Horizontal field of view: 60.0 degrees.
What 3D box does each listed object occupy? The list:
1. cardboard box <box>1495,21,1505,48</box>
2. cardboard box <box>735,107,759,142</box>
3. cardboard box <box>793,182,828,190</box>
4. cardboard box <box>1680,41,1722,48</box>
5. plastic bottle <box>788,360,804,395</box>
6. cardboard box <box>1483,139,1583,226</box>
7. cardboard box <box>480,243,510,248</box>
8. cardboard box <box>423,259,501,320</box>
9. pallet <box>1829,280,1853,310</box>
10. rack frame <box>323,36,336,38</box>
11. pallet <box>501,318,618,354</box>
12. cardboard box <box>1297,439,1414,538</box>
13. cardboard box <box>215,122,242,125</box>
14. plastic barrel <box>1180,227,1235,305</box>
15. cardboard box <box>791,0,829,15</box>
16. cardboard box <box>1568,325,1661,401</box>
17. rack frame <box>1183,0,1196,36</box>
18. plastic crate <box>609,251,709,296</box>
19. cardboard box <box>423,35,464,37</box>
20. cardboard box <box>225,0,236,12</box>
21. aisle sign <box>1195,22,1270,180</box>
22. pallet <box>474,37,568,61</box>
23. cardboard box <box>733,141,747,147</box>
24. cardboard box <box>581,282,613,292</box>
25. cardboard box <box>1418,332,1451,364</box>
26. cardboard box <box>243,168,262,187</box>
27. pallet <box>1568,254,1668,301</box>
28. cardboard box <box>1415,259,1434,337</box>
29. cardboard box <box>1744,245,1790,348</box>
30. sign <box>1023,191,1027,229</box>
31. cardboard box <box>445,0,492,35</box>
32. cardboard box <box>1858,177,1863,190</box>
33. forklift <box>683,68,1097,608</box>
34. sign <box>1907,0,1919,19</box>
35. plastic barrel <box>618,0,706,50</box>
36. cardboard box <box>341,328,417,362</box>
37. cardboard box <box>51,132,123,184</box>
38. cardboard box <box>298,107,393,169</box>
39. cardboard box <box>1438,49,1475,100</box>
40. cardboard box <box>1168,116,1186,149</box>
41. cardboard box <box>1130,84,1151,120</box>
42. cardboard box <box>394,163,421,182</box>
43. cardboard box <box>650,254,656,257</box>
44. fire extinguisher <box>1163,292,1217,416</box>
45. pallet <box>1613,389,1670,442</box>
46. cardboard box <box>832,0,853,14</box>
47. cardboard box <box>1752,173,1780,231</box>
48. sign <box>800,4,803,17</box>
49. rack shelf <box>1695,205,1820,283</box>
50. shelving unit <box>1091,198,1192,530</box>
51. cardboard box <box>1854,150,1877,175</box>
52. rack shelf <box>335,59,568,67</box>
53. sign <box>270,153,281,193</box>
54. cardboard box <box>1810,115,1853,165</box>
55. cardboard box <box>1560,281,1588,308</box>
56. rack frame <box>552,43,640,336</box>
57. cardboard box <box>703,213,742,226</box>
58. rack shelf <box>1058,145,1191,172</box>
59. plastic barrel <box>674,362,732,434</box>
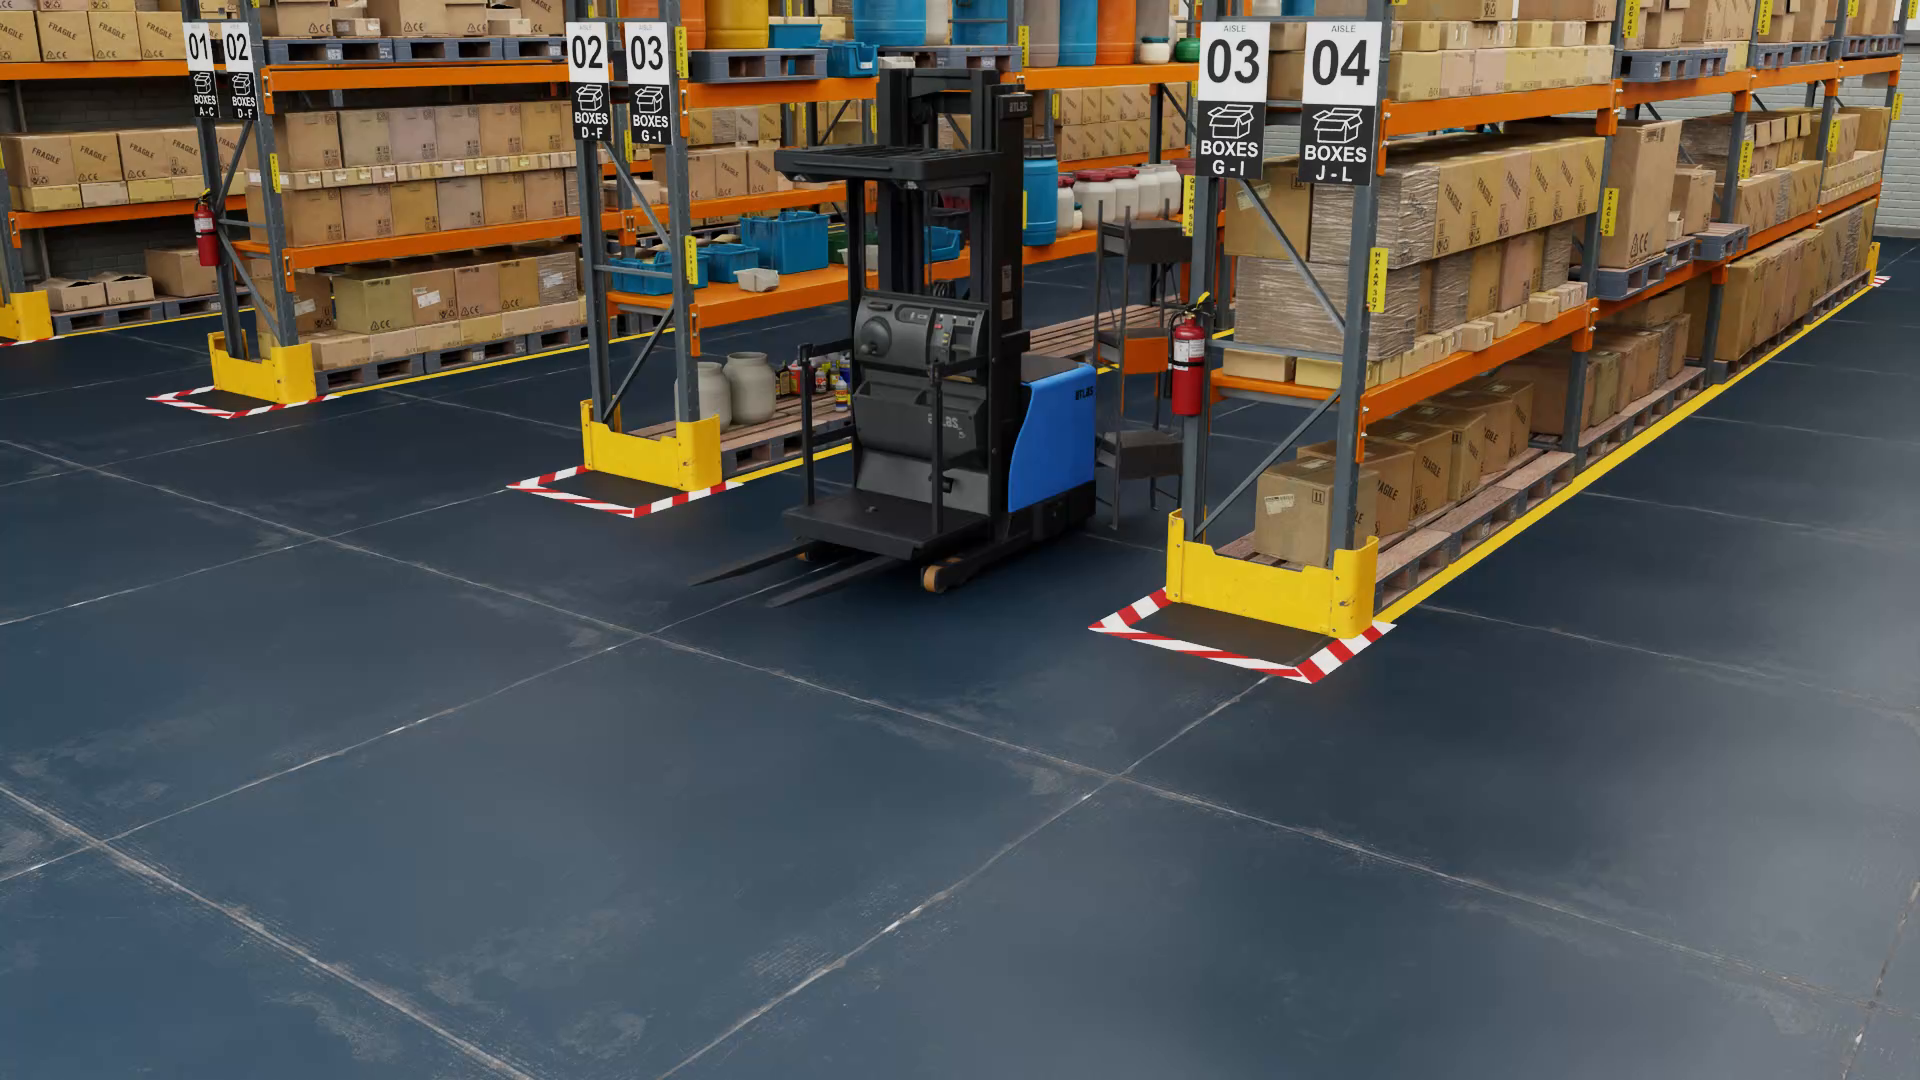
[{"bbox_3d":[2.959,-2.960,9.741,0.380,0.149,0.250,12,21,34],"label":"cardboard box"},{"bbox_3d":[-3.457,-6.418,25.650,0.500,0.500,0.500,13,21,35],"label":"cardboard box"},{"bbox_3d":[-1.805,-4.287,19.913,0.380,0.149,0.250,12,21,35],"label":"cardboard box"},{"bbox_3d":[5.790,-3.883,13.384,0.500,0.250,0.500,13,22,36],"label":"cardboard box"},{"bbox_3d":[-1.367,-1.367,13.940,0.152,0.276,0.135,13,21,35],"label":"plastic bottle"},{"bbox_3d":[3.735,-2.358,10.922,0.500,0.500,0.500,12,21,35],"label":"cardboard box"},{"bbox_3d":[-6.532,-4.154,22.536,0.700,0.500,0.500,12,21,34],"label":"cardboard box"},{"bbox_3d":[-4.864,-2.455,16.255,0.500,0.500,0.500,12,21,35],"label":"cardboard box"},{"bbox_3d":[10.088,-2.998,20.043,1.003,0.211,1.213,12,21,35],"label":"pallet"},{"bbox_3d":[-7.855,-7.456,19.581,1.000,3.000,0.127,12,21,35],"label":"rack frame"},{"bbox_3d":[-4.382,-2.203,17.482,1.003,0.211,1.213,12,21,35],"label":"pallet"},{"bbox_3d":[2.410,-0.314,10.203,0.500,0.500,0.500,-13,22,-36],"label":"cardboard box"},{"bbox_3d":[-8.614,-4.690,19.743,0.500,0.500,0.500,12,21,34],"label":"cardboard box"},{"bbox_3d":[2.763,-3.077,18.546,0.600,0.830,0.708,12,21,35],"label":"plastic barrel"},{"bbox_3d":[-2.438,-8.584,26.383,0.500,0.500,0.500,12,21,34],"label":"cardboard box"},{"bbox_3d":[5.427,-1.501,13.992,0.700,0.500,0.500,15,23,39],"label":"cardboard box"},{"bbox_3d":[3.276,-9.440,25.969,1.000,3.000,0.127,12,21,35],"label":"rack frame"},{"bbox_3d":[-2.224,-1.989,12.342,0.499,0.251,0.616,12,21,35],"label":"plastic crate"},{"bbox_3d":[-6.730,-6.682,21.269,0.500,0.500,0.500,12,21,33],"label":"cardboard box"},{"bbox_3d":[-8.256,-6.258,18.893,0.500,0.500,0.500,14,22,38],"label":"cardboard box"},{"bbox_3d":[1.418,-2.293,8.685,0.394,0.787,0.004,12,21,35],"label":"aisle sign"},{"bbox_3d":[-4.362,-4.899,16.554,1.003,0.211,1.213,12,21,35],"label":"pallet"},{"bbox_3d":[-3.494,-6.064,25.604,0.380,0.149,0.250,12,21,35],"label":"cardboard box"},{"bbox_3d":[-3.860,-2.754,18.483,0.500,0.250,0.500,12,21,34],"label":"cardboard box"},{"bbox_3d":[2.669,-1.153,9.823,0.380,0.149,0.250,12,21,35],"label":"cardboard box"},{"bbox_3d":[-6.183,-3.246,14.877,0.380,0.149,0.250,12,21,34],"label":"cardboard box"},{"bbox_3d":[4.651,-2.030,12.547,1.003,0.211,1.213,12,21,35],"label":"pallet"},{"bbox_3d":[2.247,-1.469,9.746,0.875,0.500,0.500,12,21,35],"label":"cardboard box"},{"bbox_3d":[7.428,-2.476,16.533,1.225,0.875,0.875,12,21,35],"label":"cardboard box"},{"bbox_3d":[0.537,-2.873,14.471,0.100,0.325,0.005,12,21,35],"label":"sign"},{"bbox_3d":[-4.957,-5.096,15.920,0.797,0.503,0.637,15,23,41],"label":"cardboard box"},{"bbox_3d":[10.520,-4.255,19.812,0.380,0.149,0.250,13,21,35],"label":"cardboard box"},{"bbox_3d":[-0.372,-1.249,9.824,1.130,2.935,3.031,12,21,34],"label":"forklift"},{"bbox_3d":[11.657,-6.542,20.335,0.100,0.325,0.005,12,21,35],"label":"sign"},{"bbox_3d":[-2.094,-3.864,11.640,0.600,0.830,0.708,12,21,35],"label":"plastic barrel"},{"bbox_3d":[-5.465,-1.860,15.603,0.500,0.250,0.500,12,21,35],"label":"cardboard box"},{"bbox_3d":[-9.410,-4.111,17.879,0.500,0.500,0.500,12,21,35],"label":"cardboard box"},{"bbox_3d":[-5.629,-3.679,15.178,0.700,0.500,0.500,12,21,33],"label":"cardboard box"},{"bbox_3d":[2.493,-2.567,9.146,0.500,0.250,0.500,12,21,33],"label":"cardboard box"},{"bbox_3d":[3.227,-6.468,26.345,0.500,0.500,0.500,13,22,36],"label":"cardboard box"},{"bbox_3d":[2.626,-6.701,25.409,0.500,0.500,0.500,13,22,36],"label":"cardboard box"},{"bbox_3d":[-5.237,-3.423,15.447,0.380,0.149,0.250,12,21,33],"label":"cardboard box"},{"bbox_3d":[-3.126,-3.045,18.473,0.500,0.311,0.500,12,21,34],"label":"cardboard box"},{"bbox_3d":[1.258,-1.030,9.133,0.296,0.674,0.183,12,21,35],"label":"fire extinguisher"},{"bbox_3d":[5.268,-1.111,13.966,1.003,0.211,1.213,12,21,35],"label":"pallet"},{"bbox_3d":[-1.226,-6.730,20.446,0.500,0.500,0.500,12,21,35],"label":"cardboard box"},{"bbox_3d":[7.579,-3.279,16.078,0.500,0.500,0.500,12,21,34],"label":"cardboard box"},{"bbox_3d":[-1.926,-6.445,20.512,0.100,0.325,0.005,12,21,35],"label":"sign"},{"bbox_3d":[7.654,-3.051,16.724,1.077,0.370,4.000,12,21,35],"label":"rack shelf"},{"bbox_3d":[1.184,-1.147,10.885,0.503,2.100,0.431,-6,18,-22],"label":"shelving unit"},{"bbox_3d":[10.851,-4.611,20.286,0.500,0.250,0.500,12,21,34],"label":"cardboard box"},{"bbox_3d":[-6.663,-6.157,21.667,1.077,0.370,4.000,12,21,35],"label":"rack shelf"},{"bbox_3d":[-5.816,-3.116,14.126,0.100,0.325,0.005,12,21,35],"label":"sign"},{"bbox_3d":[9.636,-4.484,18.613,0.500,0.500,0.500,12,21,35],"label":"cardboard box"},{"bbox_3d":[4.187,-1.742,11.720,0.380,0.149,0.250,12,21,35],"label":"cardboard box"},{"bbox_3d":[-3.874,-3.717,17.655,1.000,3.000,0.127,12,21,35],"label":"rack frame"},{"bbox_3d":[-3.898,-5.281,25.607,0.750,0.750,0.750,13,22,36],"label":"cardboard box"},{"bbox_3d":[2.084,-5.755,25.431,1.077,0.370,4.000,12,21,35],"label":"rack shelf"},{"bbox_3d":[-1.951,-1.071,12.620,0.421,0.512,0.421,0,17,0],"label":"plastic barrel"}]
